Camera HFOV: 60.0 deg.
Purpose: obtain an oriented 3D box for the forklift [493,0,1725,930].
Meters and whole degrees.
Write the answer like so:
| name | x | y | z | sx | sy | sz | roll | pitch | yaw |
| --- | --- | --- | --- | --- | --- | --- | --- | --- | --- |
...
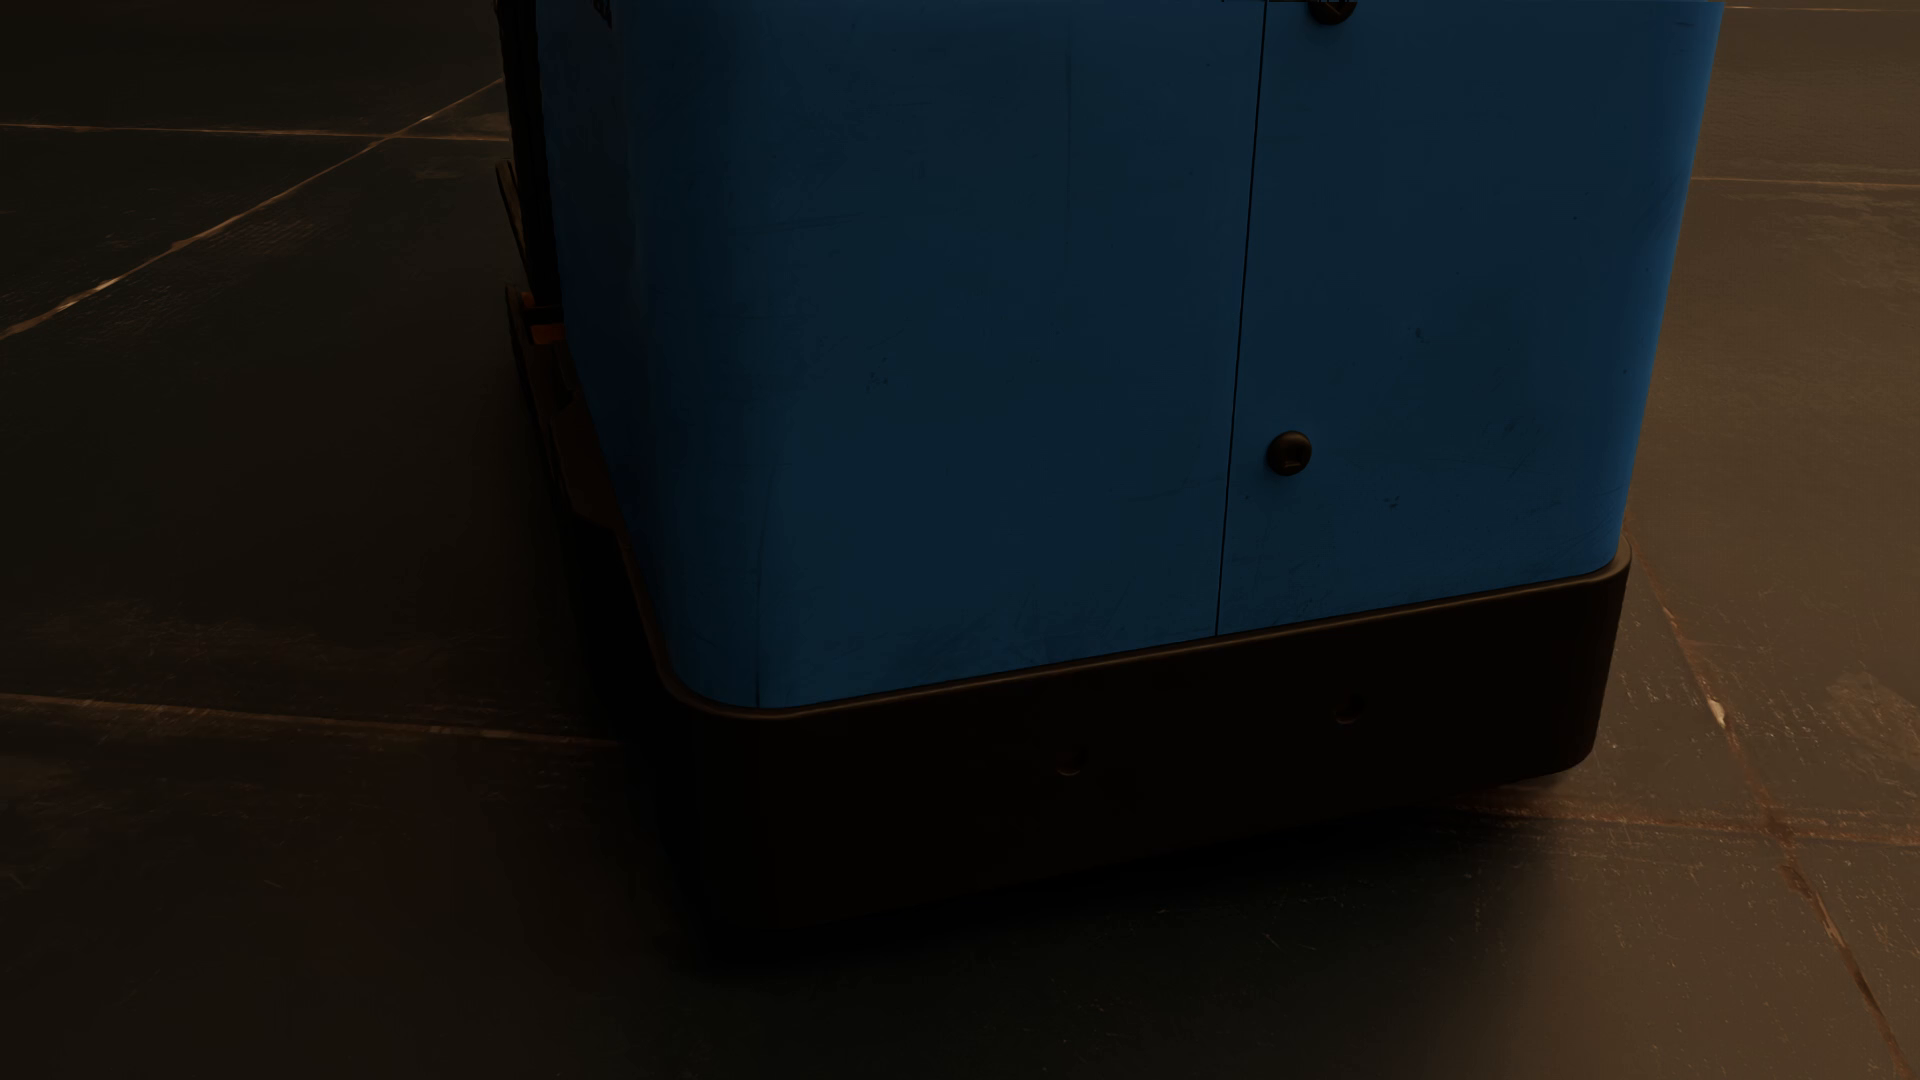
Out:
| name | x | y | z | sx | sy | sz | roll | pitch | yaw |
| --- | --- | --- | --- | --- | --- | --- | --- | --- | --- |
| forklift | -0.212 | -1.576 | 2.377 | 1.130 | 2.935 | 3.031 | -8 | 28 | -16 |
